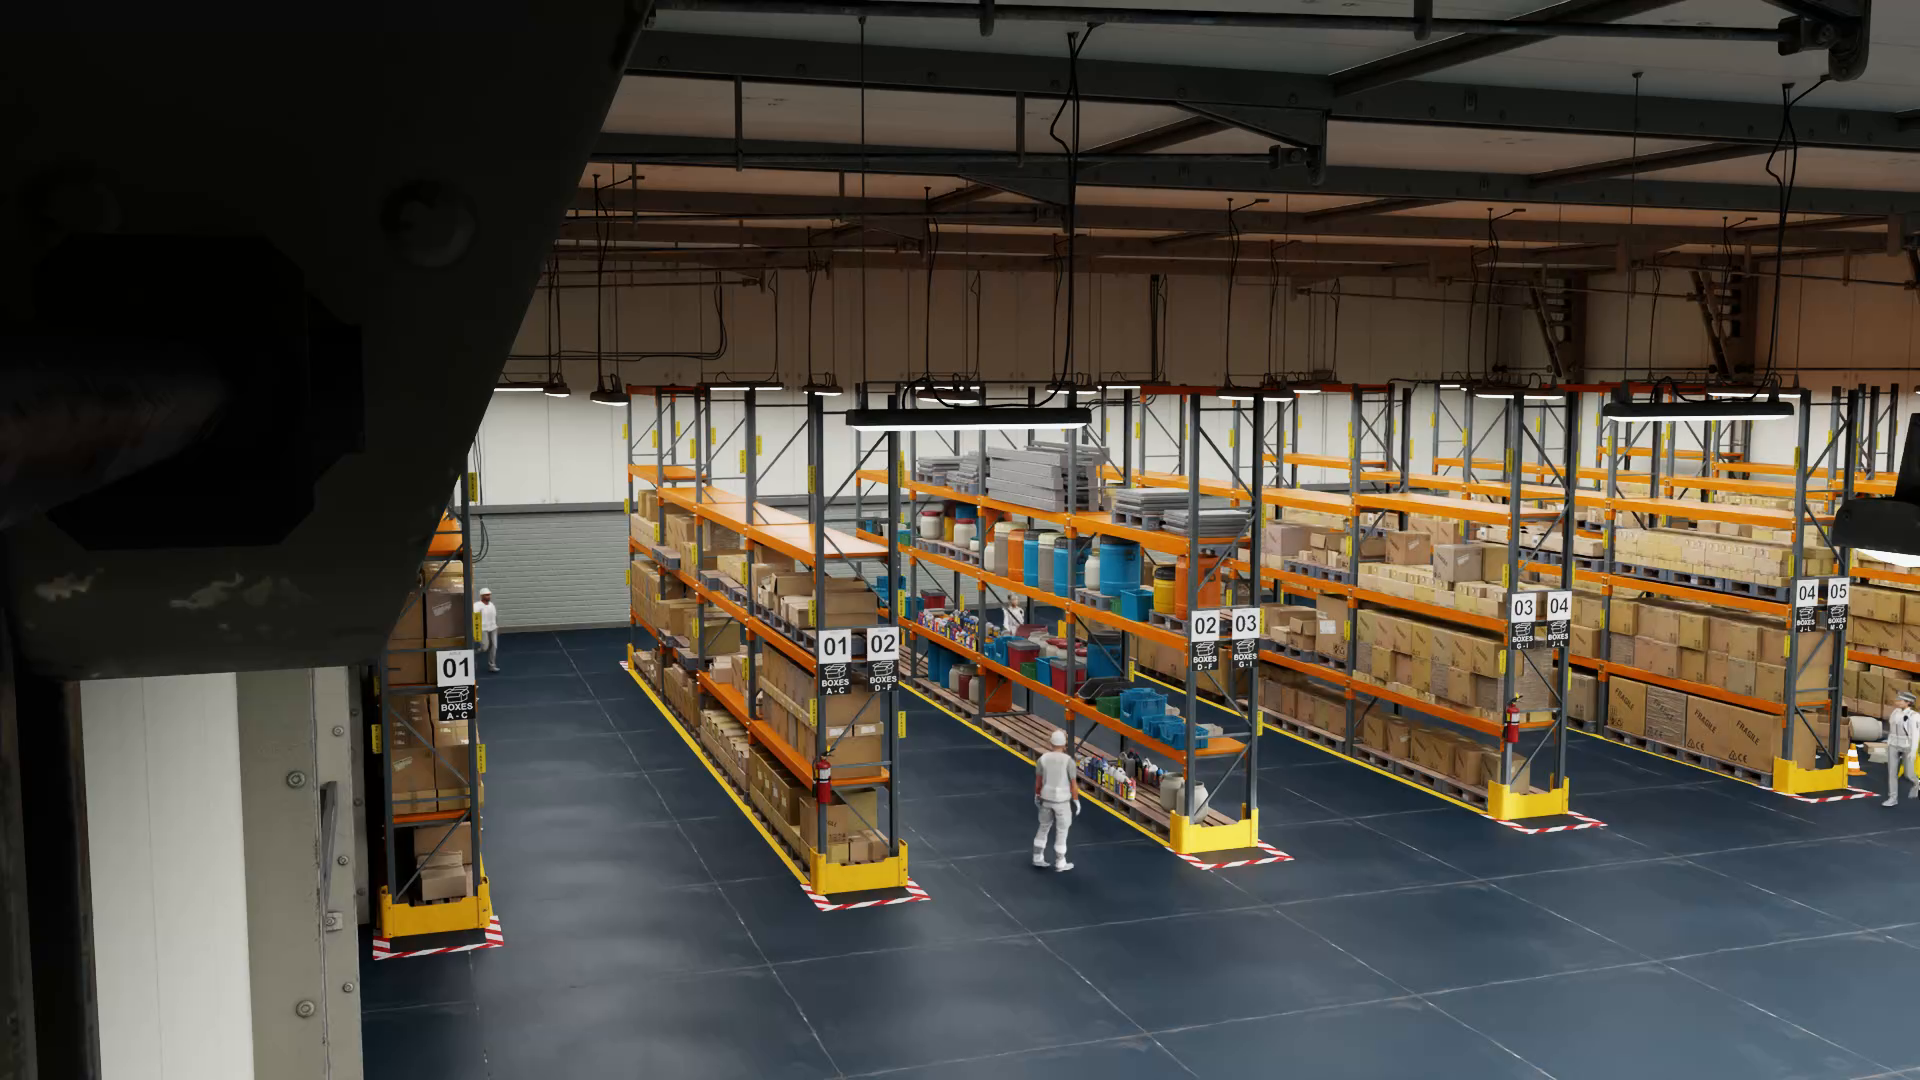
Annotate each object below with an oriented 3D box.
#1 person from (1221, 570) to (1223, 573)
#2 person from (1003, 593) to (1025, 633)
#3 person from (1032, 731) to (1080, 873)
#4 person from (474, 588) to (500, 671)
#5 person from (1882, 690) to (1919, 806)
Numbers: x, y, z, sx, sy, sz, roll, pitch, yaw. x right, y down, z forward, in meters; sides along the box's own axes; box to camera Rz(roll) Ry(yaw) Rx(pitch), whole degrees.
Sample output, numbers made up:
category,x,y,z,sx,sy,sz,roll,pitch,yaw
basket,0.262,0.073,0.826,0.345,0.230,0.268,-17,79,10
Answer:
category,x,y,z,sx,sy,sz,roll,pitch,yaw
person,6.117,1.269,40.462,0.509,1.747,0.589,-5,8,-42
person,1.105,1.891,33.551,0.533,1.643,0.873,-4,7,-35
person,1.220,3.298,20.979,0.614,1.825,0.416,5,8,39
person,-9.903,1.869,34.649,0.567,1.754,0.598,5,8,38
person,13.654,3.009,24.057,0.619,1.668,0.449,-5,8,-40
